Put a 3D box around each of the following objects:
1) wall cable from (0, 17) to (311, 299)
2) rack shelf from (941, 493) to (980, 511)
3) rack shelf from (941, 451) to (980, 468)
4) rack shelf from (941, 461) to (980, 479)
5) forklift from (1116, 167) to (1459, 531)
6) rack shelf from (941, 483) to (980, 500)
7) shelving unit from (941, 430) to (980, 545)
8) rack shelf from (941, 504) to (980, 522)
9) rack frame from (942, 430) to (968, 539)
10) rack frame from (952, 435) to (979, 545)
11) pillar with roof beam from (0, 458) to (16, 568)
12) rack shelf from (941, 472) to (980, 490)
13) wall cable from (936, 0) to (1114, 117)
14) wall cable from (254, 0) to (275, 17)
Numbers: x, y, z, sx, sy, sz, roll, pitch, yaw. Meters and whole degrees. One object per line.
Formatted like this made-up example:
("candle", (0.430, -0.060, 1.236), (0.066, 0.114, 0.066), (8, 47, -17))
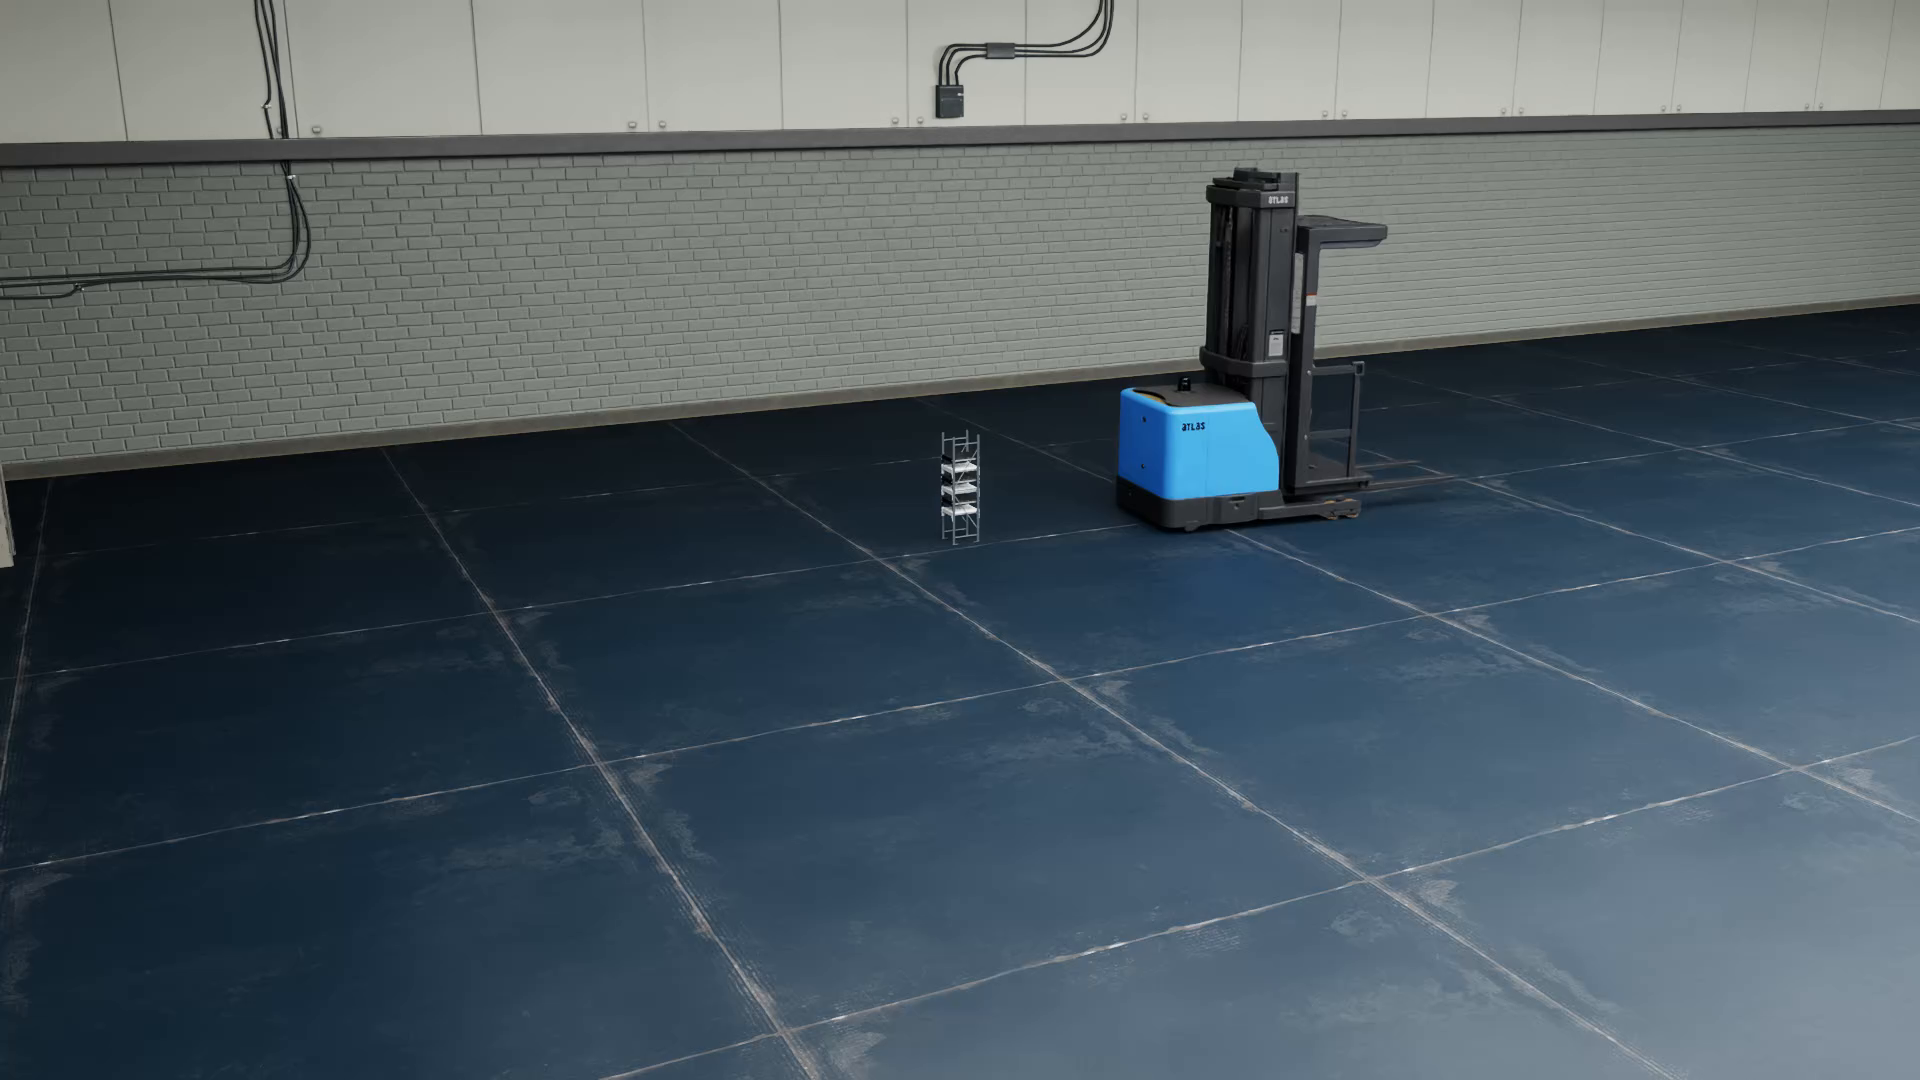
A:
("wall cable", (-7.750, -3.549, 15.434), (3.097, 2.526, 0.112), (-8, 18, -25))
("rack shelf", (0.004, -0.312, 13.654), (0.258, 0.077, 0.200), (-8, 18, -25))
("rack shelf", (0.004, -0.658, 13.554), (0.258, 0.077, 0.200), (-8, 18, -25))
("rack shelf", (0.004, -0.572, 13.579), (0.258, 0.077, 0.200), (-8, 18, -25))
("forklift", (2.950, -1.711, 14.401), (3.031, 2.935, 1.130), (-6, 17, -19))
("rack shelf", (0.004, -0.398, 13.629), (0.258, 0.077, 0.200), (-8, 18, -25))
("shelving unit", (0.004, -0.431, 13.620), (0.258, 0.900, 0.210), (-8, 18, -25))
("rack shelf", (0.004, -0.225, 13.678), (0.258, 0.077, 0.200), (-8, 18, -25))
("rack frame", (-0.041, -0.456, 13.707), (0.240, 0.900, 0.006), (-8, 18, -25))
("rack frame", (0.048, -0.405, 13.532), (0.240, 0.900, 0.006), (-8, 18, -25))
("pillar with roof beam", (-3.779, -4.672, 13.716), (9.100, 9.000, 0.400), (-8, 18, -25))
("rack shelf", (0.004, -0.485, 13.604), (0.258, 0.077, 0.200), (-8, 18, -25))
("wall cable", (0.790, -7.820, 18.520), (2.305, 6.003, 0.169), (-8, 18, -25))
("wall cable", (-5.319, -6.304, 15.876), (3.097, 2.526, 0.112), (-8, 18, -25))
